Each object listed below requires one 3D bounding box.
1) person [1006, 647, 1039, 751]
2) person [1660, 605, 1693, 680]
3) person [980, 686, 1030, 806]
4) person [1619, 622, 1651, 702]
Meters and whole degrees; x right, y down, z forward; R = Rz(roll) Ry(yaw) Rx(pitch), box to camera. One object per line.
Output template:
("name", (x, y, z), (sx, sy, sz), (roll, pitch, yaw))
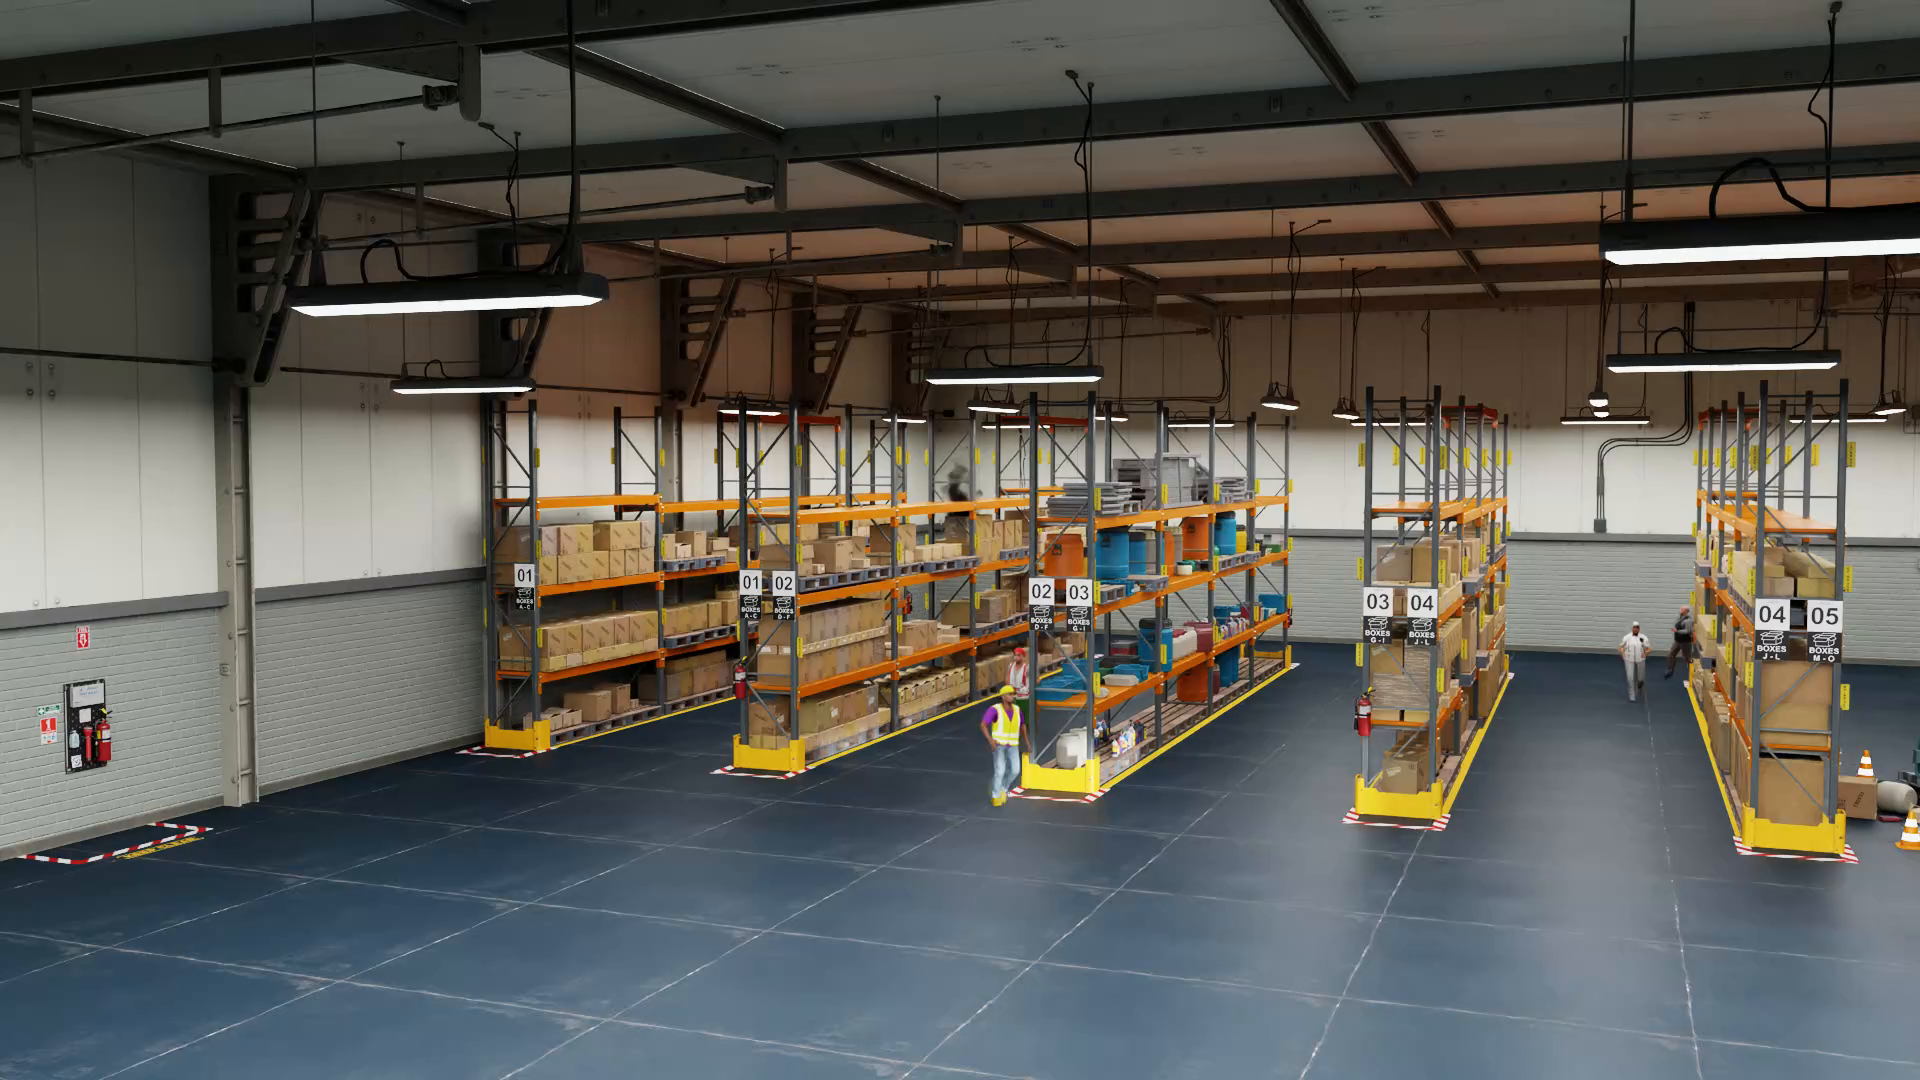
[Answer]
("person", (1.040, 2.713, 28.353), (0.663, 1.789, 0.863), (1, 3, 25))
("person", (16.242, 2.315, 37.227), (0.875, 1.739, 0.673), (0, 3, 1))
("person", (0.673, 2.966, 23.998), (0.761, 1.707, 0.560), (-1, 3, -20))
("person", (13.921, 2.499, 34.320), (0.613, 1.620, 0.688), (1, 3, 21))
